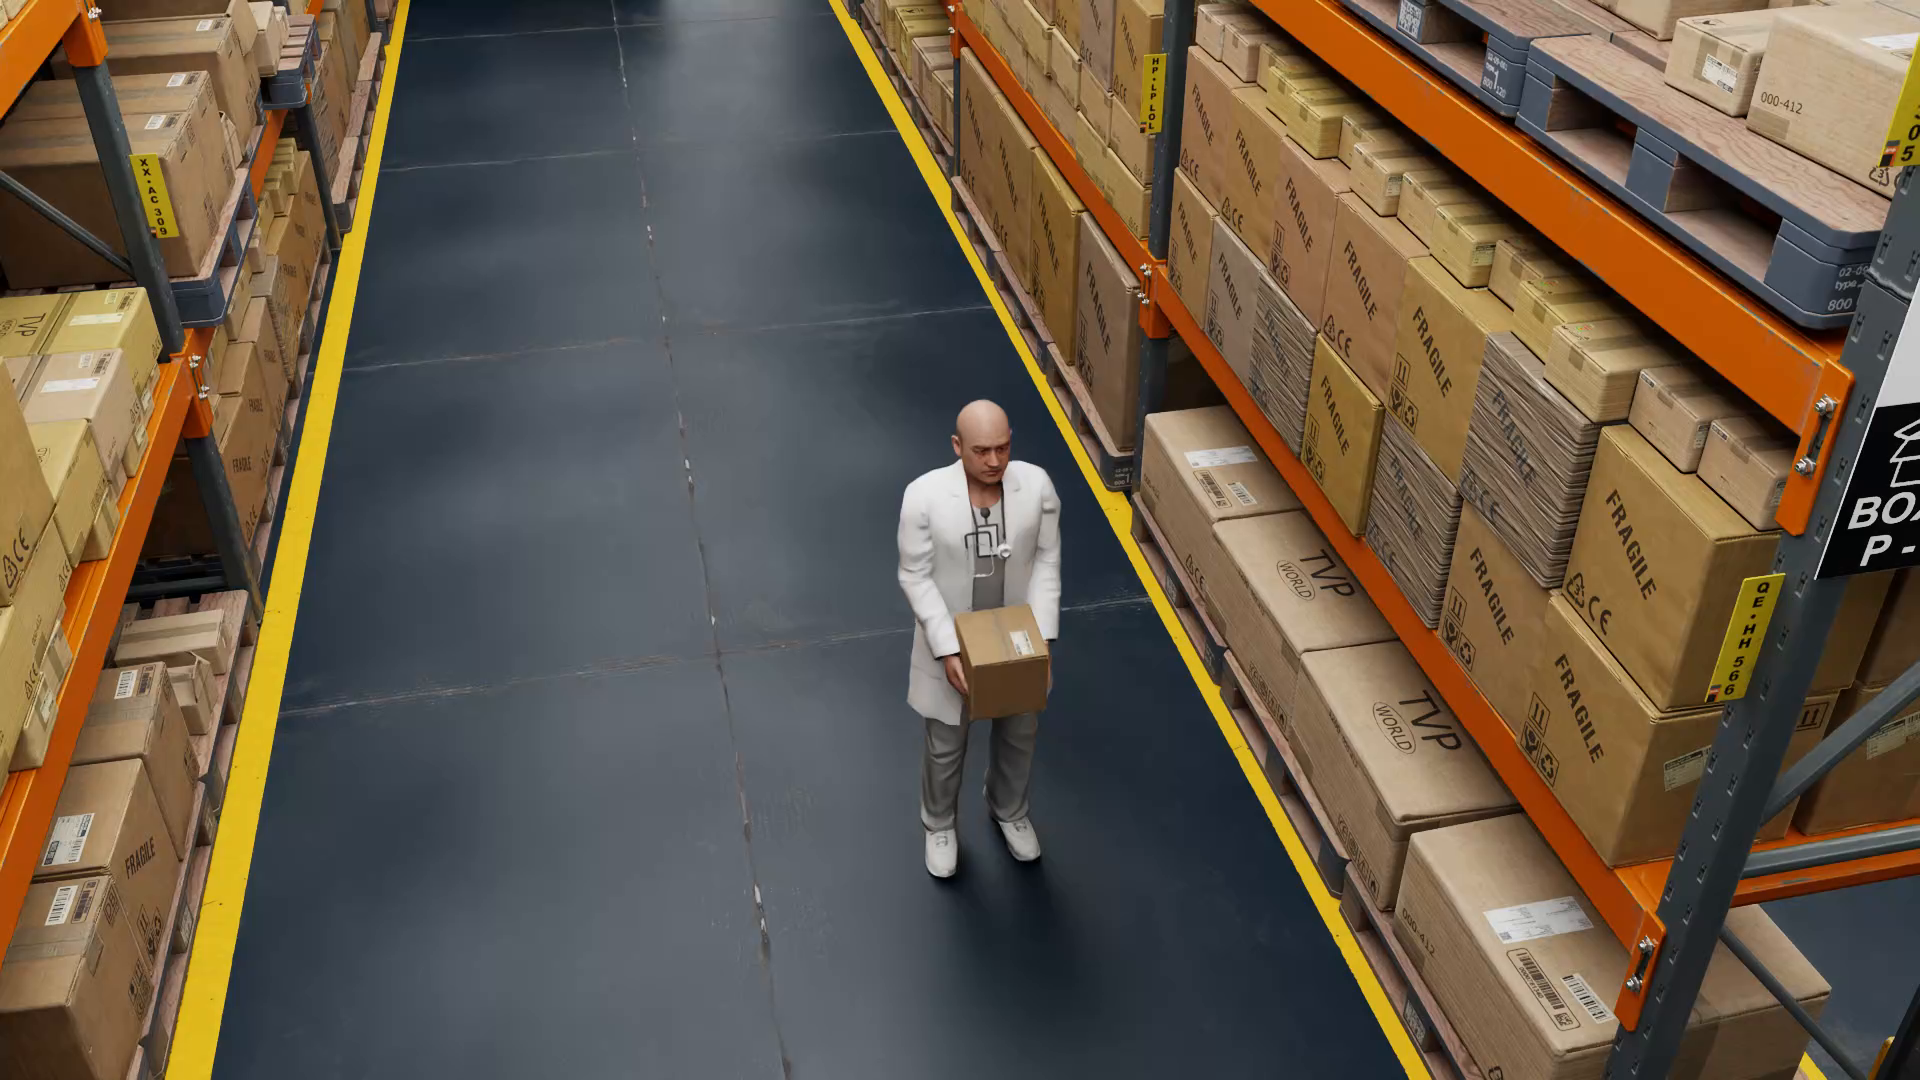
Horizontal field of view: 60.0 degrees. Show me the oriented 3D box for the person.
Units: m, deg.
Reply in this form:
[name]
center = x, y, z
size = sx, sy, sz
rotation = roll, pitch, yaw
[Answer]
[person]
center = 0.083, 0.349, 5.636
size = 0.645, 1.774, 0.419
rotation = -7, 35, -11
